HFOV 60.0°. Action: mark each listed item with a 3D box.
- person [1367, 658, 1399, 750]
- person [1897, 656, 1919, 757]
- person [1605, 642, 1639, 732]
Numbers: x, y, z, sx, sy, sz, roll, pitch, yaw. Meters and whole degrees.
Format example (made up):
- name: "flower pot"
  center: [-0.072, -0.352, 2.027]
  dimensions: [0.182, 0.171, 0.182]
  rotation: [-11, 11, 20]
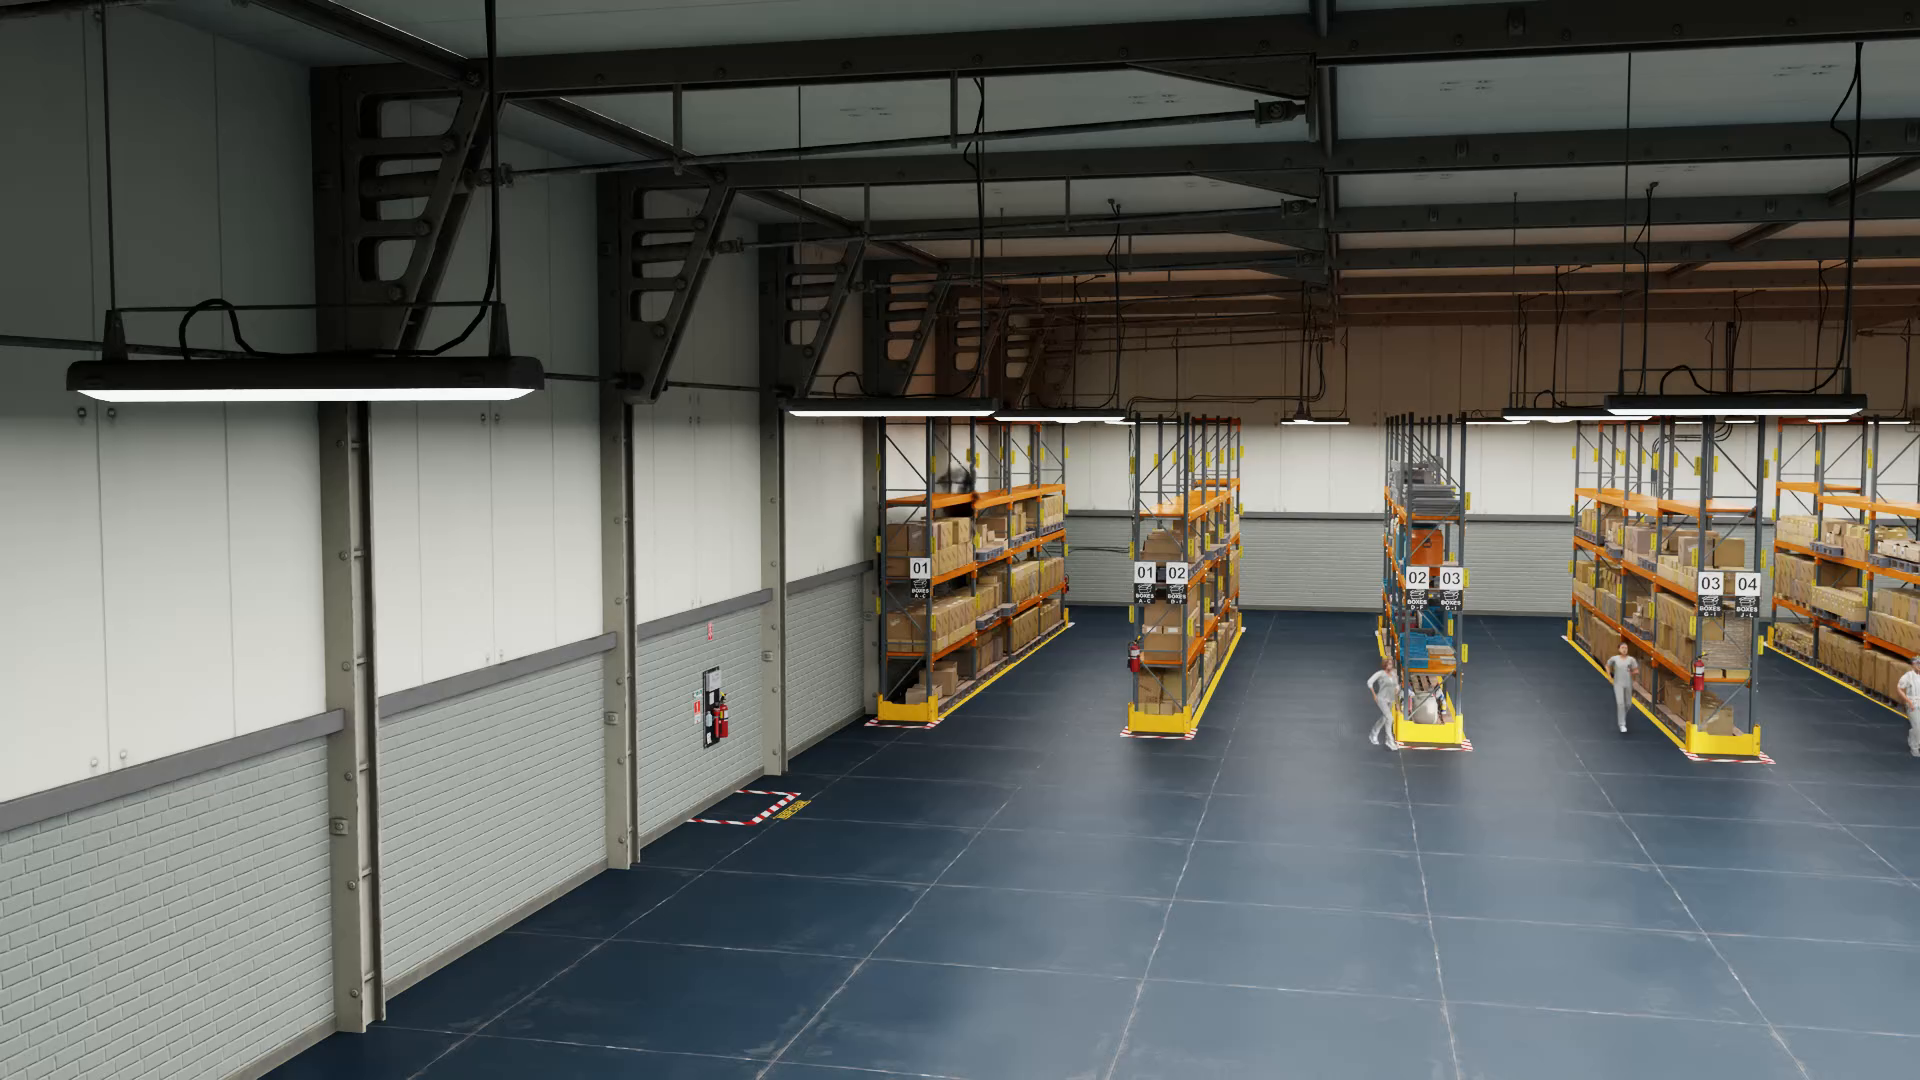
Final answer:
- name: "person"
  center: [7.604, 2.897, 29.668]
  dimensions: [0.532, 1.595, 0.751]
  rotation: [-2, 4, -30]
- name: "person"
  center: [16.766, 2.889, 29.108]
  dimensions: [0.661, 1.755, 0.564]
  rotation: [0, 4, 5]
- name: "person"
  center: [12.513, 2.746, 31.416]
  dimensions: [0.571, 1.647, 0.960]
  rotation: [1, 4, 9]
